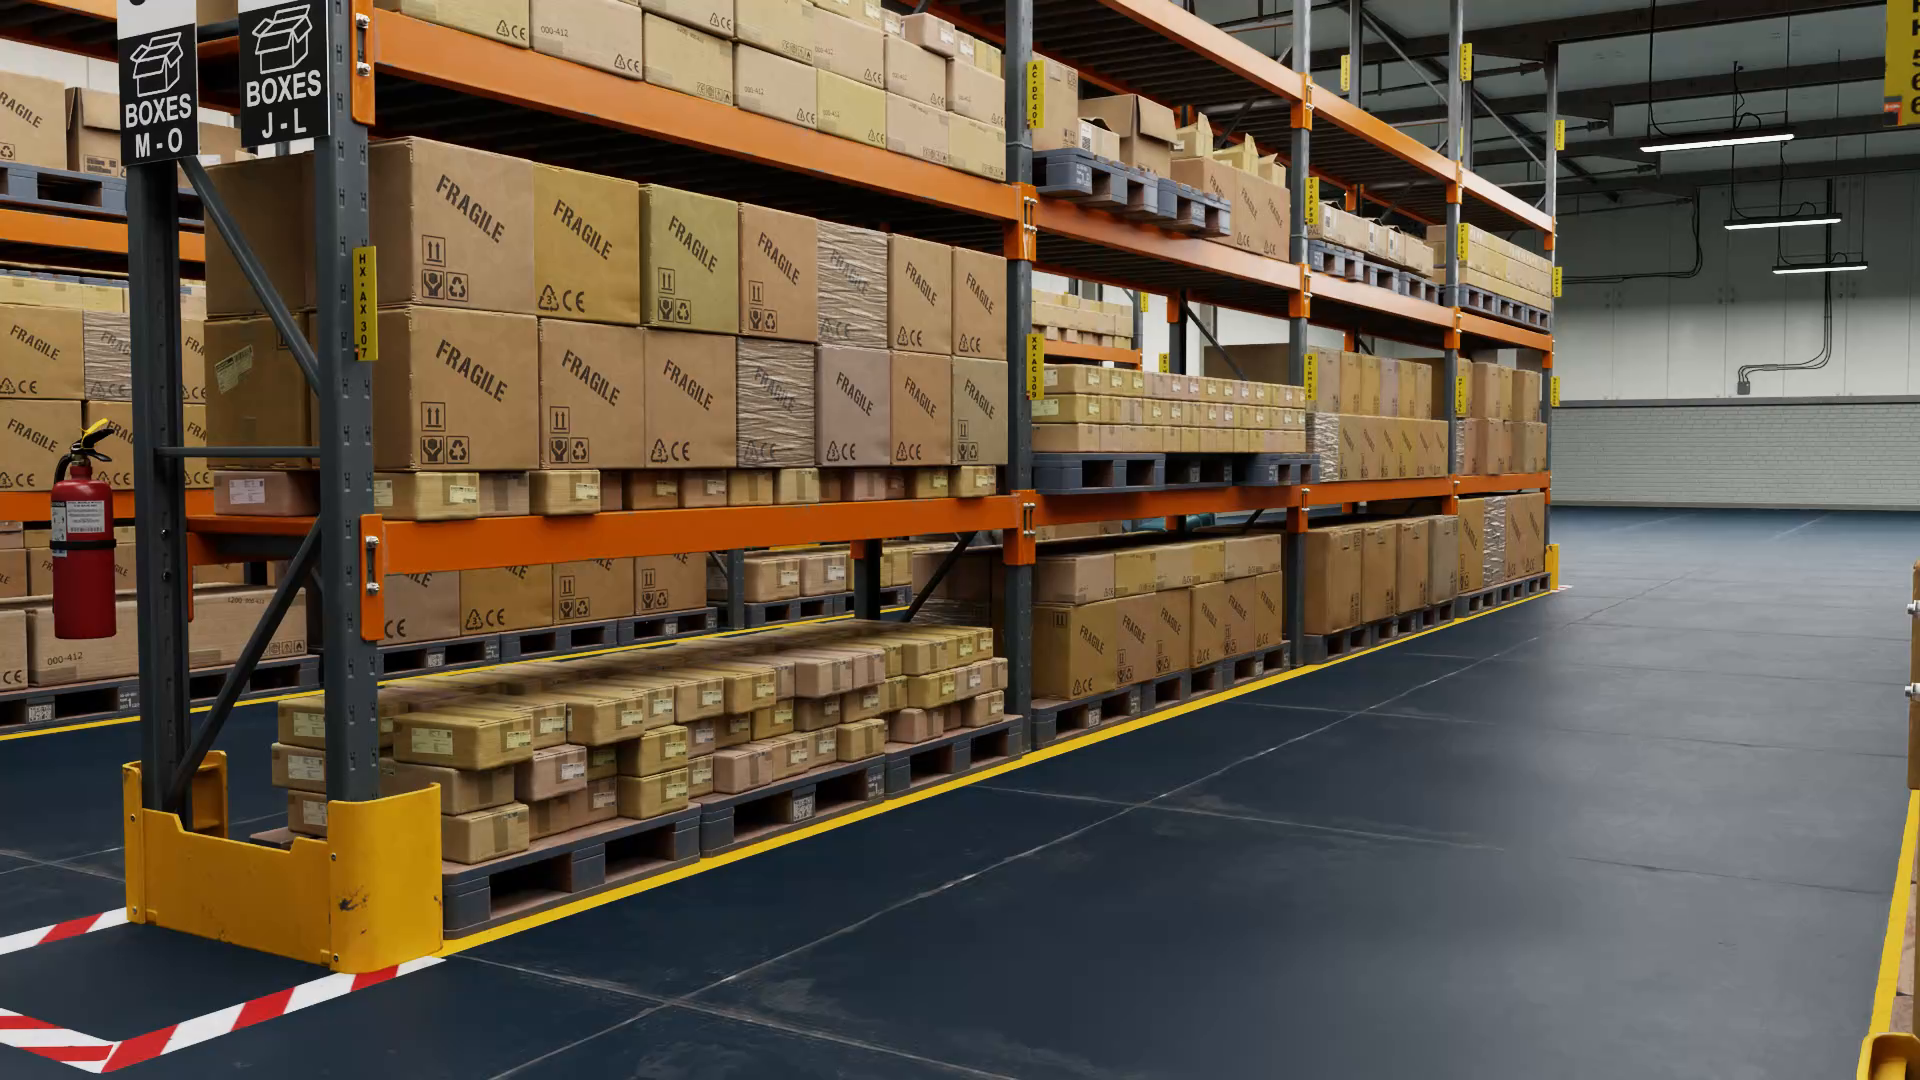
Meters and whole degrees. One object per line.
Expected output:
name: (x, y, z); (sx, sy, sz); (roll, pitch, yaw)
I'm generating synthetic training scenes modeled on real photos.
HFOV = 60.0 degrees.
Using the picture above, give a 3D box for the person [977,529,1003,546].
person: (0.318, -0.087, 14.991); (0.482, 1.654, 0.366); (2, 3, 32)
